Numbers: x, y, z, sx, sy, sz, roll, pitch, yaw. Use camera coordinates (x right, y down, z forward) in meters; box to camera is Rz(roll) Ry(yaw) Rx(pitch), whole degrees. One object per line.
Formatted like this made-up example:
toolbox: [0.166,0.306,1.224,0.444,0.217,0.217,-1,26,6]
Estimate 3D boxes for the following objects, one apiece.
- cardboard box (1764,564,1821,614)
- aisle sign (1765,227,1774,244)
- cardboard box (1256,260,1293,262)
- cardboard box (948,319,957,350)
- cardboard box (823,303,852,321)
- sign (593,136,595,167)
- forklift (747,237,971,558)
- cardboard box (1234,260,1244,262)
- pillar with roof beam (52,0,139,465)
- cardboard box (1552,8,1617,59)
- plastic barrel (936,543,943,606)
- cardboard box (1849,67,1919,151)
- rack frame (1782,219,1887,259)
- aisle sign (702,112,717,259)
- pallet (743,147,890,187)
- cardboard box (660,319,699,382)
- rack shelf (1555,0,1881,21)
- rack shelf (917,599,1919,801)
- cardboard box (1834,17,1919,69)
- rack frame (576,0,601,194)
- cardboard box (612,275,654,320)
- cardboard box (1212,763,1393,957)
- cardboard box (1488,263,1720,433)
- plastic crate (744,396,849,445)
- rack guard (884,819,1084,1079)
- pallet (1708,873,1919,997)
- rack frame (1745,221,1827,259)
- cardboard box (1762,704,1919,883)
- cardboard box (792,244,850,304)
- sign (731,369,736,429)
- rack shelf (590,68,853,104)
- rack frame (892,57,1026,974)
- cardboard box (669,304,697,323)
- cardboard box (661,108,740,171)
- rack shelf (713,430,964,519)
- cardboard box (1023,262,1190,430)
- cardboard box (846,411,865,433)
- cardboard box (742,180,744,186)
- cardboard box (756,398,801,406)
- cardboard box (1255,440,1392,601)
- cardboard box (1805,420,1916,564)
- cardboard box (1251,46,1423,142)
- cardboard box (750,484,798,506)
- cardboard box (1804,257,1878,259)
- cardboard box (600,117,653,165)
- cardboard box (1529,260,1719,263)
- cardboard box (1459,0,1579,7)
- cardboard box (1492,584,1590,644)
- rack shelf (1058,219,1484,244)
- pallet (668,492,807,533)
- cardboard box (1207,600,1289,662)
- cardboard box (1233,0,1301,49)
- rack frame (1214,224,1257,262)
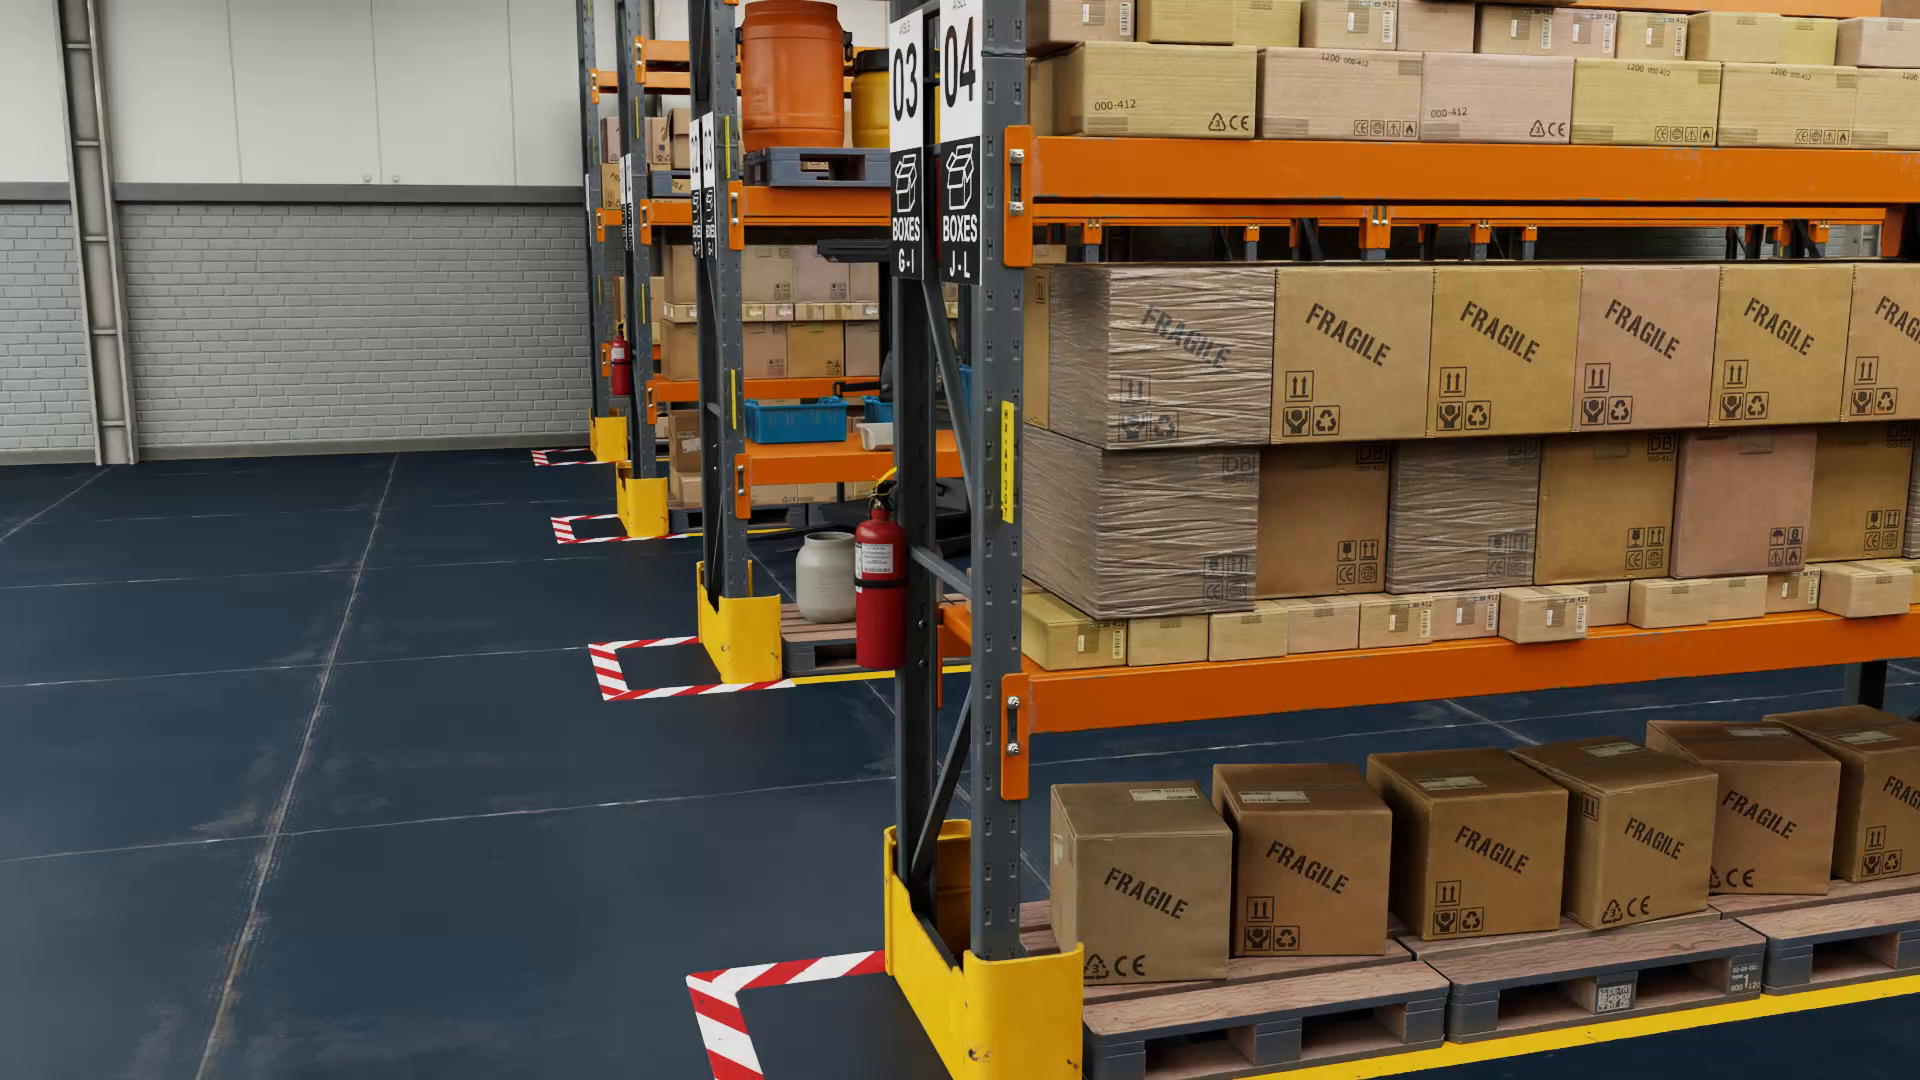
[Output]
cardboard box: [2.707,0.137,5.712,0.250,0.149,0.380,-3,11,-16]
aisle sign: [11.338,-4.504,23.047,0.004,0.787,0.394,-3,11,-16]
cardboard box: [4.040,-3.423,21.131,0.500,0.250,0.500,-3,11,-15]
cardboard box: [-0.360,-1.779,15.149,0.500,0.500,0.700,-3,11,-15]
cardboard box: [-1.116,-2.020,14.664,0.250,0.149,0.380,-3,11,-17]
sign: [-4.025,-4.275,18.285,0.005,0.325,0.100,-3,11,-16]
forklift: [-0.456,-1.365,13.363,3.031,2.935,1.130,-10,14,-42]
cardboard box: [3.867,-3.511,21.611,0.500,0.250,0.500,-3,11,-14]
pillar with roof beam: [-8.304,-4.549,13.900,0.400,9.000,9.100,-3,11,-16]
cardboard box: [1.790,-1.533,5.117,0.250,0.149,0.380,-3,11,-17]
plastic barrel: [-0.316,0.203,10.371,0.421,0.512,0.421,0,10,0]
cardboard box: [2.948,-1.392,5.452,0.500,0.250,0.500,-3,11,-15]
rack frame: [6.273,-1.147,11.992,0.127,3.000,1.000,-3,11,-16]
aisle sign: [-1.395,-1.966,9.261,0.004,0.787,0.394,-3,11,-16]
pallet: [-0.586,-2.149,9.674,1.213,0.211,1.003,-3,11,-16]
cardboard box: [-2.337,-1.674,14.579,0.500,0.500,0.700,-3,11,-16]
rack shelf: [4.353,-3.446,11.001,4.000,0.370,1.077,-3,11,-16]
rack shelf: [1.897,0.371,5.731,4.000,0.370,1.077,-3,11,-16]
cardboard box: [2.829,-1.571,5.321,0.250,0.149,0.380,-3,11,-18]
rack frame: [-4.177,-5.415,18.605,0.127,3.000,1.000,-3,11,-16]
cardboard box: [-3.784,-2.830,19.422,0.500,0.500,0.500,-3,11,-17]
cardboard box: [1.145,1.077,5.657,0.500,0.500,0.500,0,10,-1]
cardboard box: [2.021,-0.625,5.296,0.500,0.500,0.500,-3,11,-16]
plastic crate: [-1.011,-0.746,10.227,0.616,0.251,0.499,-3,11,-16]
rack guard: [0.049,1.344,5.363,0.348,0.500,1.175,-3,11,-16]
pallet: [3.182,1.328,6.250,1.213,0.211,1.003,-3,11,-16]
rack frame: [8.733,-2.211,17.770,0.127,3.000,1.000,-3,11,-16]
cardboard box: [3.422,0.953,6.332,0.500,0.500,0.500,-3,11,-18]
cardboard box: [-1.299,-2.368,14.765,0.500,0.500,0.700,-3,11,-16]
sign: [-1.258,-0.782,9.247,0.005,0.325,0.100,-3,11,-16]
rack shelf: [-2.257,-5.161,19.220,4.000,0.370,1.077,-3,11,-16]
rack frame: [-0.024,0.119,5.116,0.127,3.000,1.000,-3,11,-16]
cardboard box: [-2.352,-1.954,14.308,0.250,0.149,0.380,-3,11,-16]
cardboard box: [-2.236,-3.433,14.294,0.637,0.503,0.797,-2,11,-12]
rack shelf: [0.512,-0.490,10.408,4.000,0.370,1.077,-3,11,-16]
cardboard box: [0.435,-0.639,5.374,0.500,0.500,0.500,-3,11,-16]
cardboard box: [-0.771,-0.890,14.962,0.500,0.500,0.500,-3,11,-16]
cardboard box: [-2.255,-4.051,19.149,0.500,0.500,0.500,-2,11,-12]
cardboard box: [-2.222,-1.528,19.751,0.500,0.500,0.700,-4,11,-20]
cardboard box: [0.959,-0.146,5.456,0.500,0.500,0.875,-3,11,-16]
cardboard box: [2.878,-0.248,6.010,0.500,0.500,0.875,-3,11,-16]
cardboard box: [1.005,-1.289,4.894,0.500,0.250,0.500,-3,11,-17]
cardboard box: [-1.733,-0.472,14.761,0.500,0.250,0.500,-3,11,-16]
cardboard box: [9.264,-2.727,17.534,0.500,0.500,0.500,-3,11,-14]
cardboard box: [-3.739,-4.468,18.652,0.500,0.500,0.500,-4,11,-20]
cardboard box: [2.354,-0.741,5.930,0.500,0.500,0.500,-3,11,-16]
cardboard box: [1.477,-1.826,4.916,0.500,0.500,0.500,-3,11,-16]
cardboard box: [1.784,0.210,5.313,0.250,0.149,0.380,-3,11,-16]
rack shelf: [2.972,-3.028,15.914,4.000,0.370,1.077,-3,11,-16]
pallet: [-2.066,-0.278,14.974,1.213,0.211,1.003,-3,11,-16]
cardboard box: [0.806,0.250,5.097,0.250,0.149,0.380,-3,11,-16]
cardboard box: [0.789,-1.483,4.845,0.250,0.149,0.380,-3,11,-17]
rack frame: [3.504,-2.869,21.347,0.127,3.000,1.000,-3,11,-16]
